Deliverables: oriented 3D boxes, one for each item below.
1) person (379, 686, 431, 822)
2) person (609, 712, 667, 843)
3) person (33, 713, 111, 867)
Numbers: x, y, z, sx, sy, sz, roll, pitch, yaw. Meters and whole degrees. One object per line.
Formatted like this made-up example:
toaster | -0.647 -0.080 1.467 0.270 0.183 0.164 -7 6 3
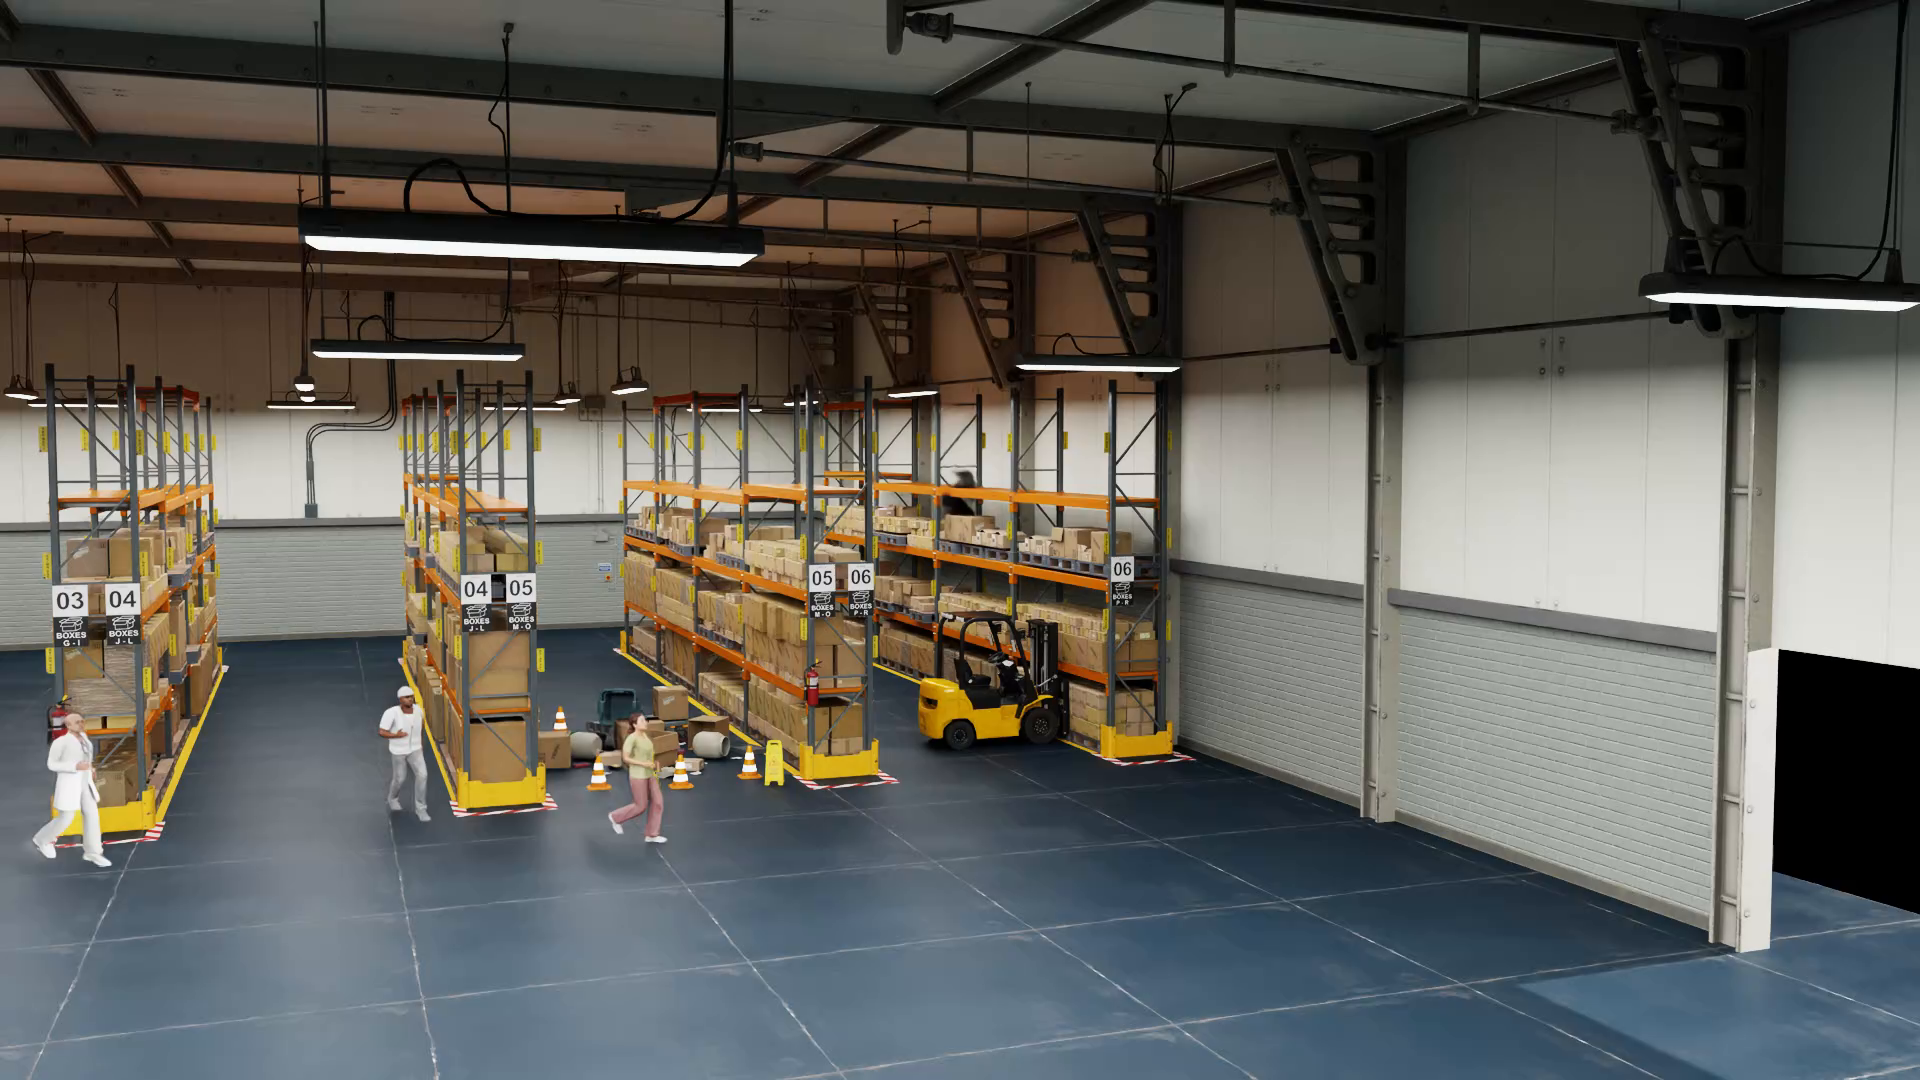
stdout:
person | -7.415 2.837 22.164 0.692 1.801 0.882 -3 4 -42
person | -4.021 2.966 20.837 0.774 1.630 0.587 1 4 20
person | -10.523 2.956 19.739 1.036 1.806 0.717 1 3 17
